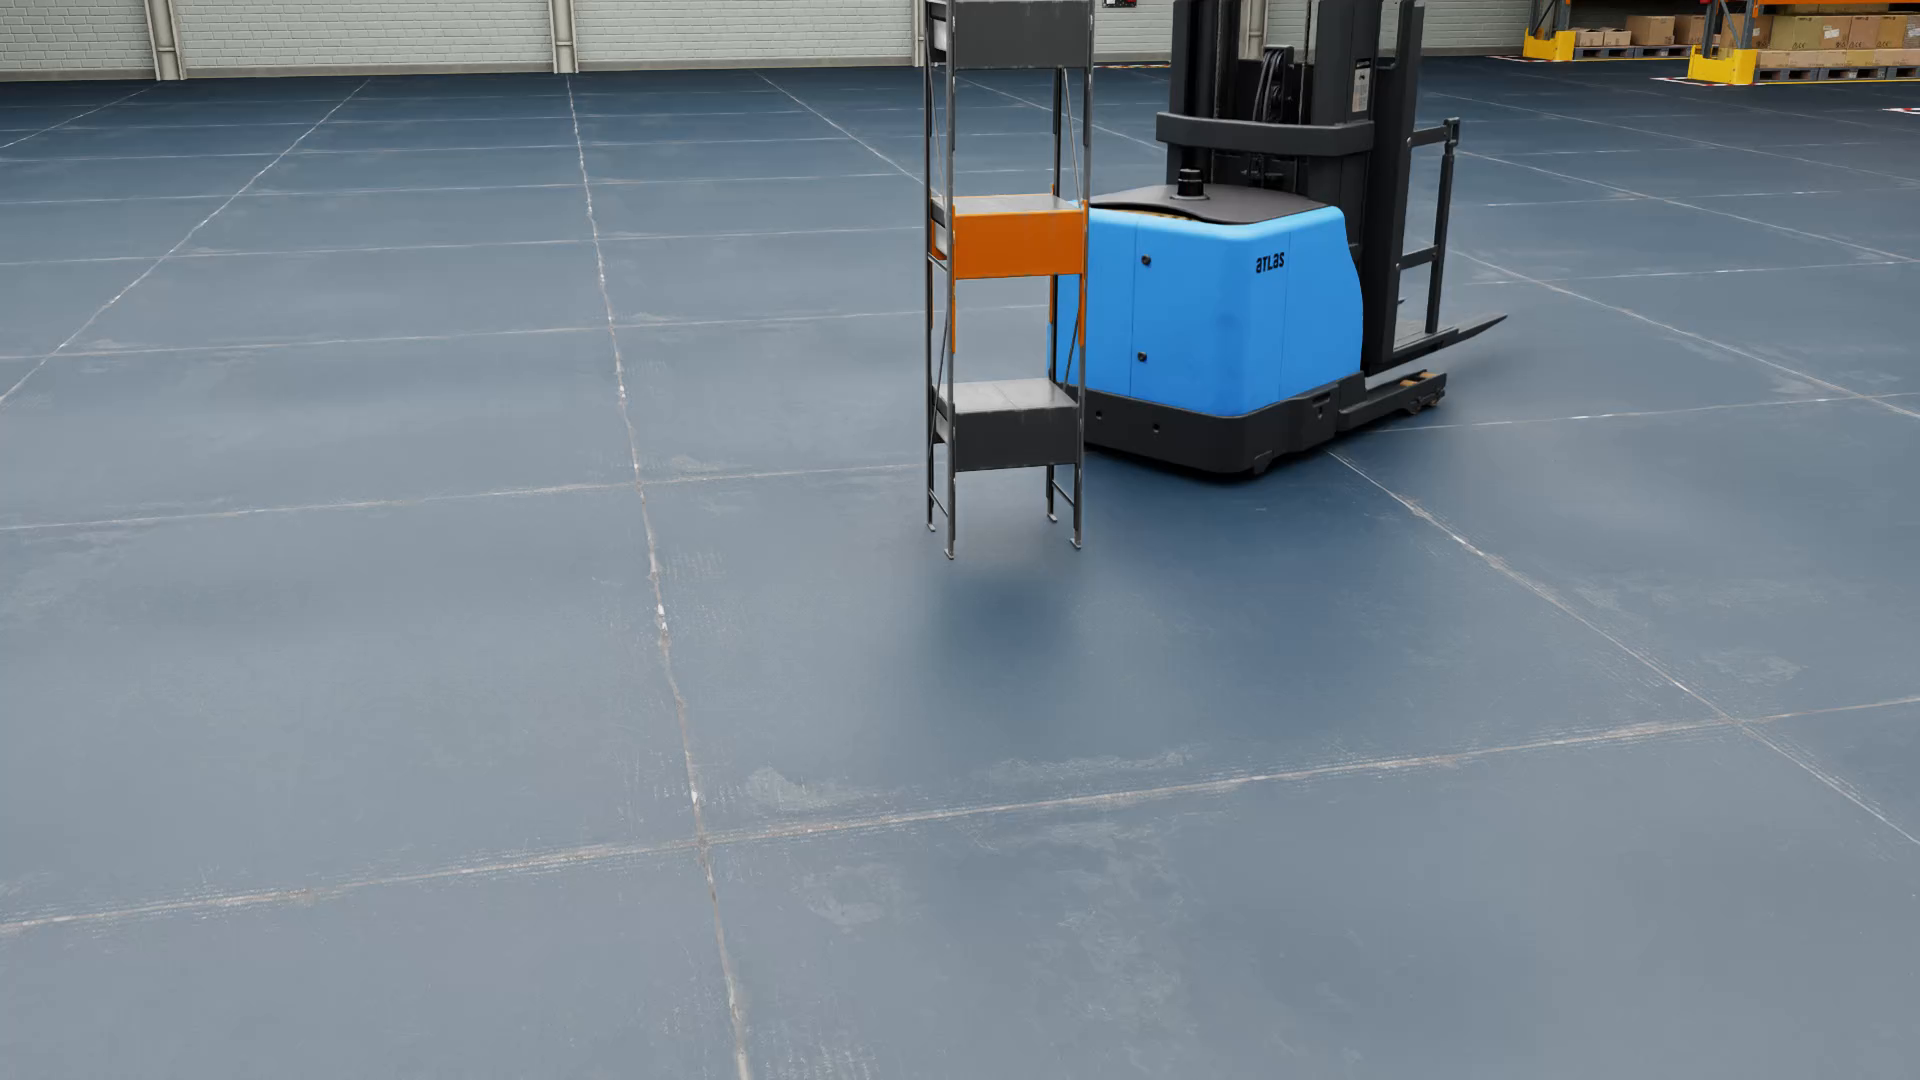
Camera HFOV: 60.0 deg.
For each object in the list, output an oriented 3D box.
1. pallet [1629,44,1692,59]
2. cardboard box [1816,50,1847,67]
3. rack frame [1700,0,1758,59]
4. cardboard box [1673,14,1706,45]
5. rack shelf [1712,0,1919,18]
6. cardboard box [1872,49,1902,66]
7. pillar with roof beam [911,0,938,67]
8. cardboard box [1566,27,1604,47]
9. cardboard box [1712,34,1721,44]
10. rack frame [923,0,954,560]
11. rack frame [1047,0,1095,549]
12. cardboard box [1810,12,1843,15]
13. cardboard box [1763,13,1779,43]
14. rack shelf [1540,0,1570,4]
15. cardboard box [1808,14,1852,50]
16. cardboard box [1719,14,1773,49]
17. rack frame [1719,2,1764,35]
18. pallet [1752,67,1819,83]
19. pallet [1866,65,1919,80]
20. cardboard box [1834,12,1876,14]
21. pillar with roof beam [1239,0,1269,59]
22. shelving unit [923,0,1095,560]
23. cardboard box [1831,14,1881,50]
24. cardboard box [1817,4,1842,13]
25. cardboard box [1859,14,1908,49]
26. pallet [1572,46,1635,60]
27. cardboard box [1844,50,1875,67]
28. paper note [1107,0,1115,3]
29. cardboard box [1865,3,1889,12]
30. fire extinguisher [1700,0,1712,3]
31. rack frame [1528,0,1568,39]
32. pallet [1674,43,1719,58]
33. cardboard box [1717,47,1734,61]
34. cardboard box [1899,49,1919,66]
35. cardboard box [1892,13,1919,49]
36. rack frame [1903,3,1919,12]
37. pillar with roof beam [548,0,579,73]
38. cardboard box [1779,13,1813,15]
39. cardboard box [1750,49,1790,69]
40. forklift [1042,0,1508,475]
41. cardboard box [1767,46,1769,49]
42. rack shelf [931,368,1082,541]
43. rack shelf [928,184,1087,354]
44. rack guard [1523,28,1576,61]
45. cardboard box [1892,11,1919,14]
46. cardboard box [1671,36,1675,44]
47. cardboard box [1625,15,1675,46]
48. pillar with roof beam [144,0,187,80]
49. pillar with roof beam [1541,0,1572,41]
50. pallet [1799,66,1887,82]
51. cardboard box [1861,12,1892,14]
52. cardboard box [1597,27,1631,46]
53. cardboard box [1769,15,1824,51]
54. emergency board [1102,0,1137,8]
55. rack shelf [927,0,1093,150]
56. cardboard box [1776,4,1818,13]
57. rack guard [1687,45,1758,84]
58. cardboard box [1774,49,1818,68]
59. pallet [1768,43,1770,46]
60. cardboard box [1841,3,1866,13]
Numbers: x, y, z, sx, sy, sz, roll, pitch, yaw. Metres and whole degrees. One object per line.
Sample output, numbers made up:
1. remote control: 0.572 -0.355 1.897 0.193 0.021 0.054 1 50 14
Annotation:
1. pallet: 12.645 -8.994 30.560 1.213 0.211 1.003 -5 21 -12
2. cardboard box: 13.277 -7.446 25.667 0.500 0.250 0.500 -5 21 -12
3. rack frame: 11.731 -8.492 25.135 0.127 3.000 1.000 -5 21 -12
4. cardboard box: 13.479 -9.403 30.618 0.500 0.500 0.500 -6 21 -17
5. rack shelf: 13.677 -8.312 25.691 4.000 0.370 1.077 -5 21 -12
6. cardboard box: 14.251 -7.524 25.879 0.500 0.250 0.500 -5 21 -12
7. pillar with roof beam: 0.382 -10.920 23.044 0.400 9.000 9.100 -5 21 -12
8. cardboard box: 11.282 -9.118 30.115 0.500 0.311 0.500 -7 21 -19
9. cardboard box: 13.967 -9.290 30.793 0.250 0.166 0.380 -7 21 -20
10. rack frame: -0.076 -0.980 5.936 0.015 2.100 0.400 -5 21 -12
11. rack frame: 0.399 -1.018 6.042 0.015 2.100 0.400 -5 21 -12
12. cardboard box: 13.641 -8.015 26.131 0.500 0.500 0.500 -5 21 -12
13. cardboard box: 15.193 -9.563 31.053 0.500 0.500 0.700 -4 20 -11
14. rack shelf: 12.534 -9.970 30.216 4.000 0.370 1.077 -5 21 -12
15. cardboard box: 13.274 -7.802 25.549 0.500 0.500 0.500 -5 21 -12
16. cardboard box: 12.185 -7.892 25.794 0.500 0.500 0.500 -5 21 -12
17. rack frame: 14.480 -10.466 30.525 0.127 3.000 1.000 -5 21 -12
18. pallet: 12.466 -7.257 25.818 1.213 0.211 1.003 -5 21 -12
19. pallet: 14.840 -7.450 26.345 1.213 0.211 1.003 -5 21 -12
20. cardboard box: 14.127 -8.055 26.240 0.500 0.500 0.500 -5 21 -12
21. pillar with roof beam: 6.221 -11.395 24.340 0.400 9.000 9.100 -5 21 -12
22. shelving unit: 0.161 -0.999 5.989 0.503 2.100 0.431 -5 21 -12
23. cardboard box: 13.765 -7.836 25.641 0.500 0.500 0.500 -5 21 -12
24. cardboard box: 16.126 -9.993 31.138 0.500 0.250 0.500 -5 21 -14
25. cardboard box: 14.248 -7.880 25.762 0.500 0.500 0.500 -5 21 -12
26. pallet: 11.460 -8.899 30.300 1.213 0.211 1.003 -5 21 -12
27. cardboard box: 13.764 -7.484 25.771 0.500 0.250 0.500 -5 21 -12
28. paper note: 2.629 -9.432 28.983 0.142 0.148 0.016 -5 21 -12
29. cardboard box: 17.115 -10.069 31.345 0.500 0.250 0.500 -4 21 -11
30. fire extinguisher: 11.509 -8.601 25.547 0.183 0.674 0.296 -5 21 -12
31. rack frame: 10.588 -10.149 29.661 0.127 3.000 1.000 -5 21 -12
32. pallet: 13.835 -9.092 30.827 1.213 0.211 1.003 -5 21 -12
33. cardboard box: 12.185 -7.539 25.921 0.500 0.250 0.500 -5 21 -12
34. cardboard box: 14.734 -7.568 26.001 0.500 0.250 0.500 -5 21 -12
35. cardboard box: 14.734 -7.921 25.873 0.500 0.500 0.500 -5 21 -12
36. rack frame: 18.373 -10.783 31.389 0.127 3.000 1.000 -5 21 -12
37. pillar with roof beam: -5.457 -10.446 21.747 0.400 9.000 9.100 -5 21 -12
38. cardboard box: 13.154 -7.976 26.024 0.500 0.500 0.500 -5 21 -12
39. cardboard box: 12.304 -7.366 25.448 0.500 0.250 0.500 -5 21 -12
40. forklift: 1.717 -2.077 7.723 1.130 2.935 3.031 17 26 38
41. cardboard box: 12.669 -7.583 26.040 0.500 0.250 0.500 -5 21 -12
42. rack shelf: 0.161 -0.329 6.235 0.480 0.518 0.431 -5 21 -12
43. rack shelf: 0.161 -0.986 5.994 0.480 0.518 0.431 -5 21 -12
44. rack guard: 10.662 -8.982 30.107 0.348 0.500 1.175 -5 21 -12
45. cardboard box: 15.100 -8.134 26.457 0.500 0.500 0.500 -5 21 -12
46. cardboard box: 12.919 -9.214 30.612 0.250 0.149 0.380 -6 21 -17
47. cardboard box: 12.562 -9.293 30.318 0.500 0.500 0.700 -6 21 -16
48. pillar with roof beam: -11.296 -9.971 20.451 0.400 9.000 9.100 -5 21 -12
49. pillar with roof beam: 12.060 -11.870 25.636 0.400 9.000 9.100 -5 21 -12
50. pallet: 13.651 -7.352 26.078 1.213 0.211 1.003 -5 21 -12
51. cardboard box: 14.616 -8.092 26.341 0.500 0.500 0.500 -5 21 -12
52. cardboard box: 11.836 -9.163 30.238 0.500 0.311 0.500 -3 20 -8
53. cardboard box: 12.790 -7.758 25.429 0.500 0.500 0.500 -5 21 -12
54. emergency board: 2.817 -9.837 28.807 0.643 1.169 0.194 -5 21 -12
55. rack shelf: 0.161 -1.644 5.753 0.480 0.518 0.431 -5 21 -12
56. cardboard box: 15.621 -9.951 31.023 0.500 0.250 0.500 -5 21 -14
57. rack guard: 11.708 -7.316 25.559 0.348 0.500 1.175 -5 21 -12
58. cardboard box: 12.790 -7.406 25.559 0.500 0.250 0.500 -5 21 -12
59. pallet: 15.238 -9.219 31.174 1.213 0.211 1.003 -5 21 -12
60. cardboard box: 16.616 -10.027 31.230 0.500 0.250 0.500 -5 21 -13
